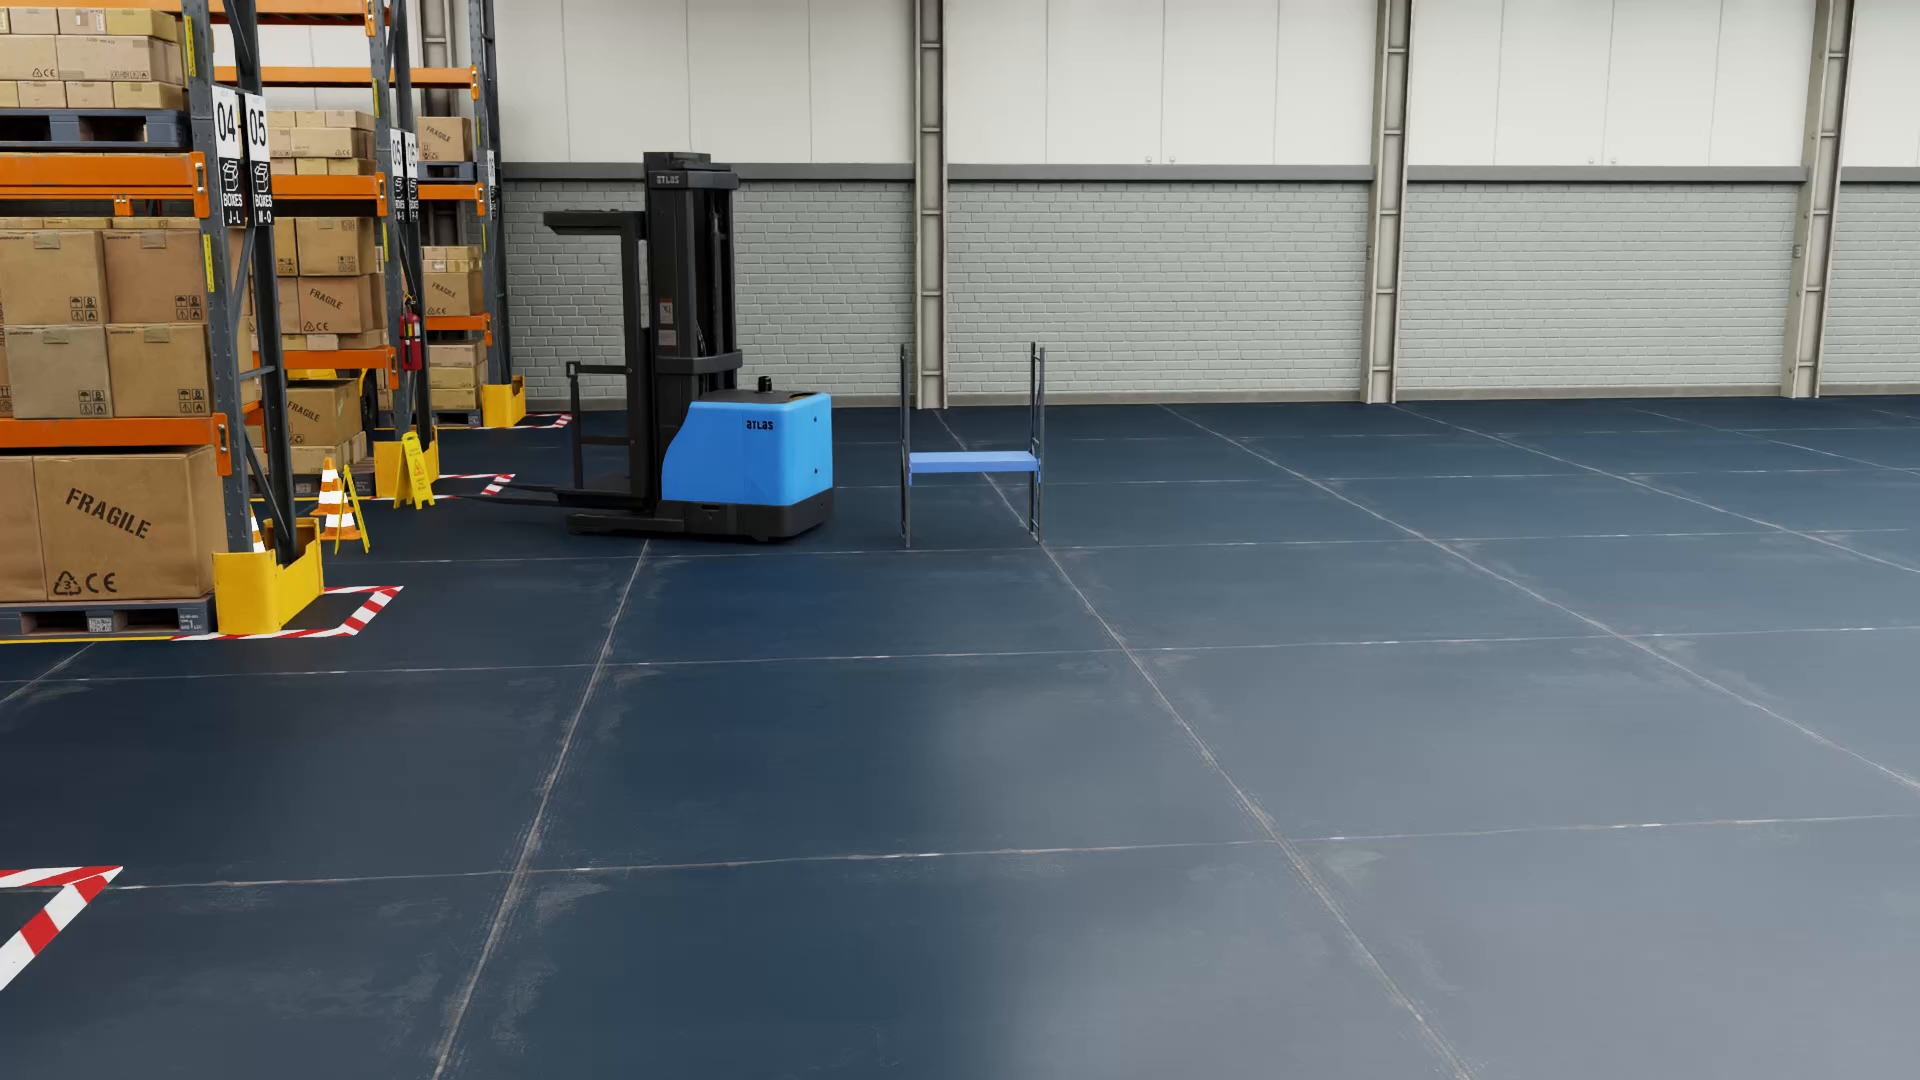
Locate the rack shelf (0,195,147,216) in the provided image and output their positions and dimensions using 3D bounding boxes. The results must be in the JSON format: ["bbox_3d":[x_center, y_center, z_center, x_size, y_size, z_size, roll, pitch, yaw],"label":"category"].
[{"bbox_3d":[-11.513,-3.907,19.056,4.000,0.370,1.077,-1,11,-6],"label":"rack shelf"}]

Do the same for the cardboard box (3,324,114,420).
[{"bbox_3d":[-5.282,-1.056,10.075,0.550,0.550,0.875,-1,11,-6],"label":"cardboard box"}]

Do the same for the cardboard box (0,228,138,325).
[{"bbox_3d":[-5.284,-1.588,9.984,0.550,0.550,0.875,-1,11,-6],"label":"cardboard box"}]

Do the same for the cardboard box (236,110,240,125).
[{"bbox_3d":[-6.083,-3.636,14.393,0.250,0.149,0.380,-1,11,-6],"label":"cardboard box"}]

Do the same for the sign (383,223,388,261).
[{"bbox_3d":[-4.969,-2.578,14.384,0.005,0.325,0.100,-1,11,-6],"label":"sign"}]

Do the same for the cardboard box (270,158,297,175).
[{"bbox_3d":[-5.845,-3.239,14.441,0.250,0.149,0.380,-1,11,-4],"label":"cardboard box"}]

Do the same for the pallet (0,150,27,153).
[{"bbox_3d":[-6.326,-2.399,9.750,1.213,0.211,1.003,-1,11,-6],"label":"pallet"}]

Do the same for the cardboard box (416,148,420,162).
[{"bbox_3d":[-6.339,-4.442,19.212,0.250,0.149,0.380,-2,11,-8],"label":"cardboard box"}]

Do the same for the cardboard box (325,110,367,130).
[{"bbox_3d":[-5.313,-3.638,14.404,0.250,0.149,0.380,-1,11,-6],"label":"cardboard box"}]

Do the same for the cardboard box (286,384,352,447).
[{"bbox_3d":[-5.777,-1.120,14.883,0.500,0.500,0.500,-1,11,-6],"label":"cardboard box"}]

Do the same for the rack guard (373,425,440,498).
[{"bbox_3d":[-5.084,-0.734,15.303,0.348,0.500,1.175,-1,11,-6],"label":"rack guard"}]

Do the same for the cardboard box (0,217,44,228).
[{"bbox_3d":[-8.014,-2.538,14.379,0.500,0.500,0.700,-1,11,-6],"label":"cardboard box"}]

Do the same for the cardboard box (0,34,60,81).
[{"bbox_3d":[-5.328,-2.740,9.522,0.500,0.250,0.500,-1,11,-6],"label":"cardboard box"}]

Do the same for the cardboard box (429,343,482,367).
[{"bbox_3d":[-5.973,-2.192,19.687,0.500,0.250,0.500,-1,11,-4],"label":"cardboard box"}]

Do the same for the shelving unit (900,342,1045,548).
[{"bbox_3d":[0.085,-0.738,12.732,1.048,1.500,0.538,-1,11,-6],"label":"shelving unit"}]

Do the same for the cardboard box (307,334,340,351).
[{"bbox_3d":[-5.597,-1.763,14.711,0.250,0.149,0.380,-1,11,-7],"label":"cardboard box"}]

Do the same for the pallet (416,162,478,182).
[{"bbox_3d":[-6.254,-4.332,19.581,1.213,0.211,1.003,-1,11,-6],"label":"pallet"}]

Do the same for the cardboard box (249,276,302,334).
[{"bbox_3d":[-6.017,-2.083,14.657,0.500,0.500,0.500,-1,11,-6],"label":"cardboard box"}]

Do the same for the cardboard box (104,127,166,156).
[{"bbox_3d":[-7.006,-3.411,14.282,0.500,0.250,0.500,-1,11,-6],"label":"cardboard box"}]

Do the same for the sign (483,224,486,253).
[{"bbox_3d":[-5.504,-3.493,19.246,0.005,0.325,0.100,-1,11,-6],"label":"sign"}]

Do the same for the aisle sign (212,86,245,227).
[{"bbox_3d":[-4.271,-2.234,9.716,0.004,0.787,0.394,-1,11,-6],"label":"aisle sign"}]

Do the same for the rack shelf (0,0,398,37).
[{"bbox_3d":[-6.997,-4.509,14.349,4.000,0.370,1.077,-1,11,-6],"label":"rack shelf"}]

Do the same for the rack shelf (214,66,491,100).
[{"bbox_3d":[-7.537,-5.266,19.229,4.000,0.370,1.077,-1,11,-6],"label":"rack shelf"}]

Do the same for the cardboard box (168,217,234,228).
[{"bbox_3d":[-6.493,-2.555,14.467,0.500,0.500,0.700,-1,11,-7],"label":"cardboard box"}]

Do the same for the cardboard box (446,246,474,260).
[{"bbox_3d":[-5.882,-3.379,19.567,0.250,0.149,0.380,-1,11,-6],"label":"cardboard box"}]

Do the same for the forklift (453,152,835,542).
[{"bbox_3d":[-2.593,-1.563,13.218,3.031,2.935,1.130,3,12,16],"label":"forklift"}]

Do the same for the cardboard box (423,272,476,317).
[{"bbox_3d":[-6.009,-2.902,19.594,0.500,0.500,0.500,-1,11,-7],"label":"cardboard box"}]

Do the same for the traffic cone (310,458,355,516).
[{"bbox_3d":[-5.297,-0.461,14.011,0.334,0.463,0.336,-1,11,-6],"label":"traffic cone"}]

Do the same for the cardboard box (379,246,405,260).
[{"bbox_3d":[-6.636,-3.366,19.503,0.250,0.149,0.380,-1,11,-6],"label":"cardboard box"}]

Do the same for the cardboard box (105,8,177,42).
[{"bbox_3d":[-4.672,-2.937,9.493,0.250,0.149,0.380,-1,11,-6],"label":"cardboard box"}]

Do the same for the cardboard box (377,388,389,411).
[{"bbox_3d":[-6.975,-1.683,19.691,0.500,0.250,0.500,-1,11,-5],"label":"cardboard box"}]

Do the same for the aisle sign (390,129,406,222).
[{"bbox_3d":[-4.916,-3.183,14.543,0.004,0.787,0.394,-1,11,-6],"label":"aisle sign"}]

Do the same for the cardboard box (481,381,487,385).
[{"bbox_3d":[-6.058,-1.798,20.275,0.500,0.250,0.500,-1,11,-6],"label":"cardboard box"}]

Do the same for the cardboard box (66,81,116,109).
[{"bbox_3d":[-4.918,-2.541,9.545,0.250,0.149,0.380,-1,11,-6],"label":"cardboard box"}]

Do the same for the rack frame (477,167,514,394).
[{"bbox_3d":[-5.549,-2.913,19.912,0.127,3.000,1.000,-1,11,-6],"label":"rack frame"}]

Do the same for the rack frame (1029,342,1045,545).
[{"bbox_3d":[0.590,-0.748,12.786,0.032,1.500,0.500,-1,11,-6],"label":"rack frame"}]

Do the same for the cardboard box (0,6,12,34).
[{"bbox_3d":[-5.432,-2.921,9.412,0.250,0.149,0.380,-1,11,-5],"label":"cardboard box"}]

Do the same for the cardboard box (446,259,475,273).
[{"bbox_3d":[-5.863,-3.220,19.529,0.250,0.149,0.380,-1,11,-5],"label":"cardboard box"}]

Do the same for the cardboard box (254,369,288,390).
[{"bbox_3d":[-6.135,-1.418,14.716,0.250,0.149,0.380,-1,11,-4],"label":"cardboard box"}]

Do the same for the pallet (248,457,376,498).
[{"bbox_3d":[-5.896,-0.582,15.279,1.213,0.211,1.003,-1,11,-6],"label":"pallet"}]

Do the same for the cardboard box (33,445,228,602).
[{"bbox_3d":[-5.041,-0.151,10.280,0.875,0.875,0.875,-1,11,-6],"label":"cardboard box"}]

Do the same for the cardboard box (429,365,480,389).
[{"bbox_3d":[-5.999,-1.946,19.732,0.500,0.250,0.500,-1,11,-7],"label":"cardboard box"}]

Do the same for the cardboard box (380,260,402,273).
[{"bbox_3d":[-6.626,-3.212,19.490,0.250,0.149,0.380,-1,11,-6],"label":"cardboard box"}]

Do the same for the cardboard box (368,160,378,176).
[{"bbox_3d":[-5.374,-3.366,15.087,0.250,0.149,0.380,-1,11,-6],"label":"cardboard box"}]

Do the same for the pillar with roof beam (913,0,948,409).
[{"bbox_3d":[0.092,-5.315,16.575,0.400,9.000,9.100,-1,11,-6],"label":"pillar with roof beam"}]

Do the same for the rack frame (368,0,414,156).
[{"bbox_3d":[-5.009,-4.905,14.491,0.127,3.000,1.000,-1,11,-6],"label":"rack frame"}]

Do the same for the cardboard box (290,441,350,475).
[{"bbox_3d":[-5.807,-0.750,14.944,0.500,0.250,0.500,-1,11,-6],"label":"cardboard box"}]

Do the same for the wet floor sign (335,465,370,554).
[{"bbox_3d":[-4.559,-0.240,12.414,0.232,0.644,0.267,-3,12,-16],"label":"wet floor sign"}]

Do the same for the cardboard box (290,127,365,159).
[{"bbox_3d":[-5.488,-3.443,14.449,0.500,0.250,0.500,-1,11,-7],"label":"cardboard box"}]
